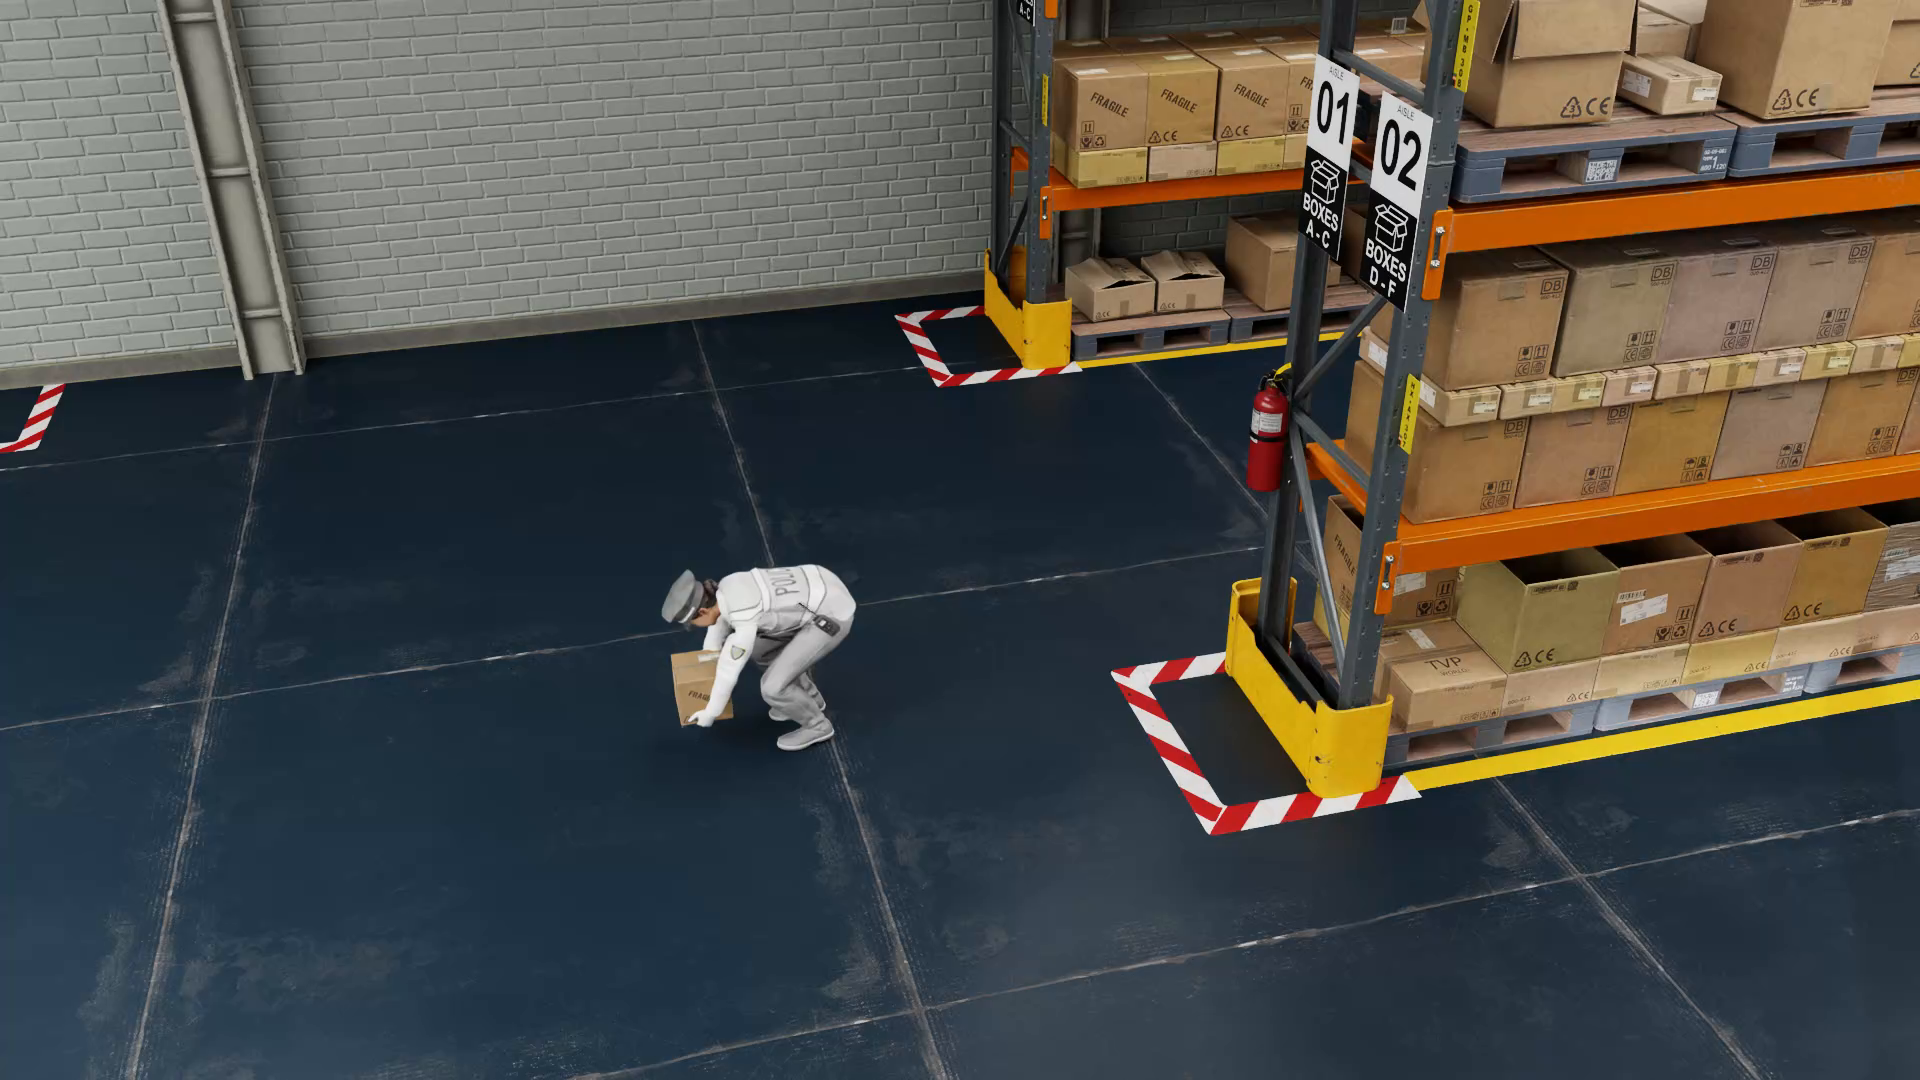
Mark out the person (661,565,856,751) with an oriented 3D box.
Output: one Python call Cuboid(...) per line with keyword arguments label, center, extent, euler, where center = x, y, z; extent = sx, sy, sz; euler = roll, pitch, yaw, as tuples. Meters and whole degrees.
Cuboid(label="person", center=(-0.952, 0.536, 7.989), extent=(0.917, 0.991, 0.467), euler=(-9, 32, -15))
